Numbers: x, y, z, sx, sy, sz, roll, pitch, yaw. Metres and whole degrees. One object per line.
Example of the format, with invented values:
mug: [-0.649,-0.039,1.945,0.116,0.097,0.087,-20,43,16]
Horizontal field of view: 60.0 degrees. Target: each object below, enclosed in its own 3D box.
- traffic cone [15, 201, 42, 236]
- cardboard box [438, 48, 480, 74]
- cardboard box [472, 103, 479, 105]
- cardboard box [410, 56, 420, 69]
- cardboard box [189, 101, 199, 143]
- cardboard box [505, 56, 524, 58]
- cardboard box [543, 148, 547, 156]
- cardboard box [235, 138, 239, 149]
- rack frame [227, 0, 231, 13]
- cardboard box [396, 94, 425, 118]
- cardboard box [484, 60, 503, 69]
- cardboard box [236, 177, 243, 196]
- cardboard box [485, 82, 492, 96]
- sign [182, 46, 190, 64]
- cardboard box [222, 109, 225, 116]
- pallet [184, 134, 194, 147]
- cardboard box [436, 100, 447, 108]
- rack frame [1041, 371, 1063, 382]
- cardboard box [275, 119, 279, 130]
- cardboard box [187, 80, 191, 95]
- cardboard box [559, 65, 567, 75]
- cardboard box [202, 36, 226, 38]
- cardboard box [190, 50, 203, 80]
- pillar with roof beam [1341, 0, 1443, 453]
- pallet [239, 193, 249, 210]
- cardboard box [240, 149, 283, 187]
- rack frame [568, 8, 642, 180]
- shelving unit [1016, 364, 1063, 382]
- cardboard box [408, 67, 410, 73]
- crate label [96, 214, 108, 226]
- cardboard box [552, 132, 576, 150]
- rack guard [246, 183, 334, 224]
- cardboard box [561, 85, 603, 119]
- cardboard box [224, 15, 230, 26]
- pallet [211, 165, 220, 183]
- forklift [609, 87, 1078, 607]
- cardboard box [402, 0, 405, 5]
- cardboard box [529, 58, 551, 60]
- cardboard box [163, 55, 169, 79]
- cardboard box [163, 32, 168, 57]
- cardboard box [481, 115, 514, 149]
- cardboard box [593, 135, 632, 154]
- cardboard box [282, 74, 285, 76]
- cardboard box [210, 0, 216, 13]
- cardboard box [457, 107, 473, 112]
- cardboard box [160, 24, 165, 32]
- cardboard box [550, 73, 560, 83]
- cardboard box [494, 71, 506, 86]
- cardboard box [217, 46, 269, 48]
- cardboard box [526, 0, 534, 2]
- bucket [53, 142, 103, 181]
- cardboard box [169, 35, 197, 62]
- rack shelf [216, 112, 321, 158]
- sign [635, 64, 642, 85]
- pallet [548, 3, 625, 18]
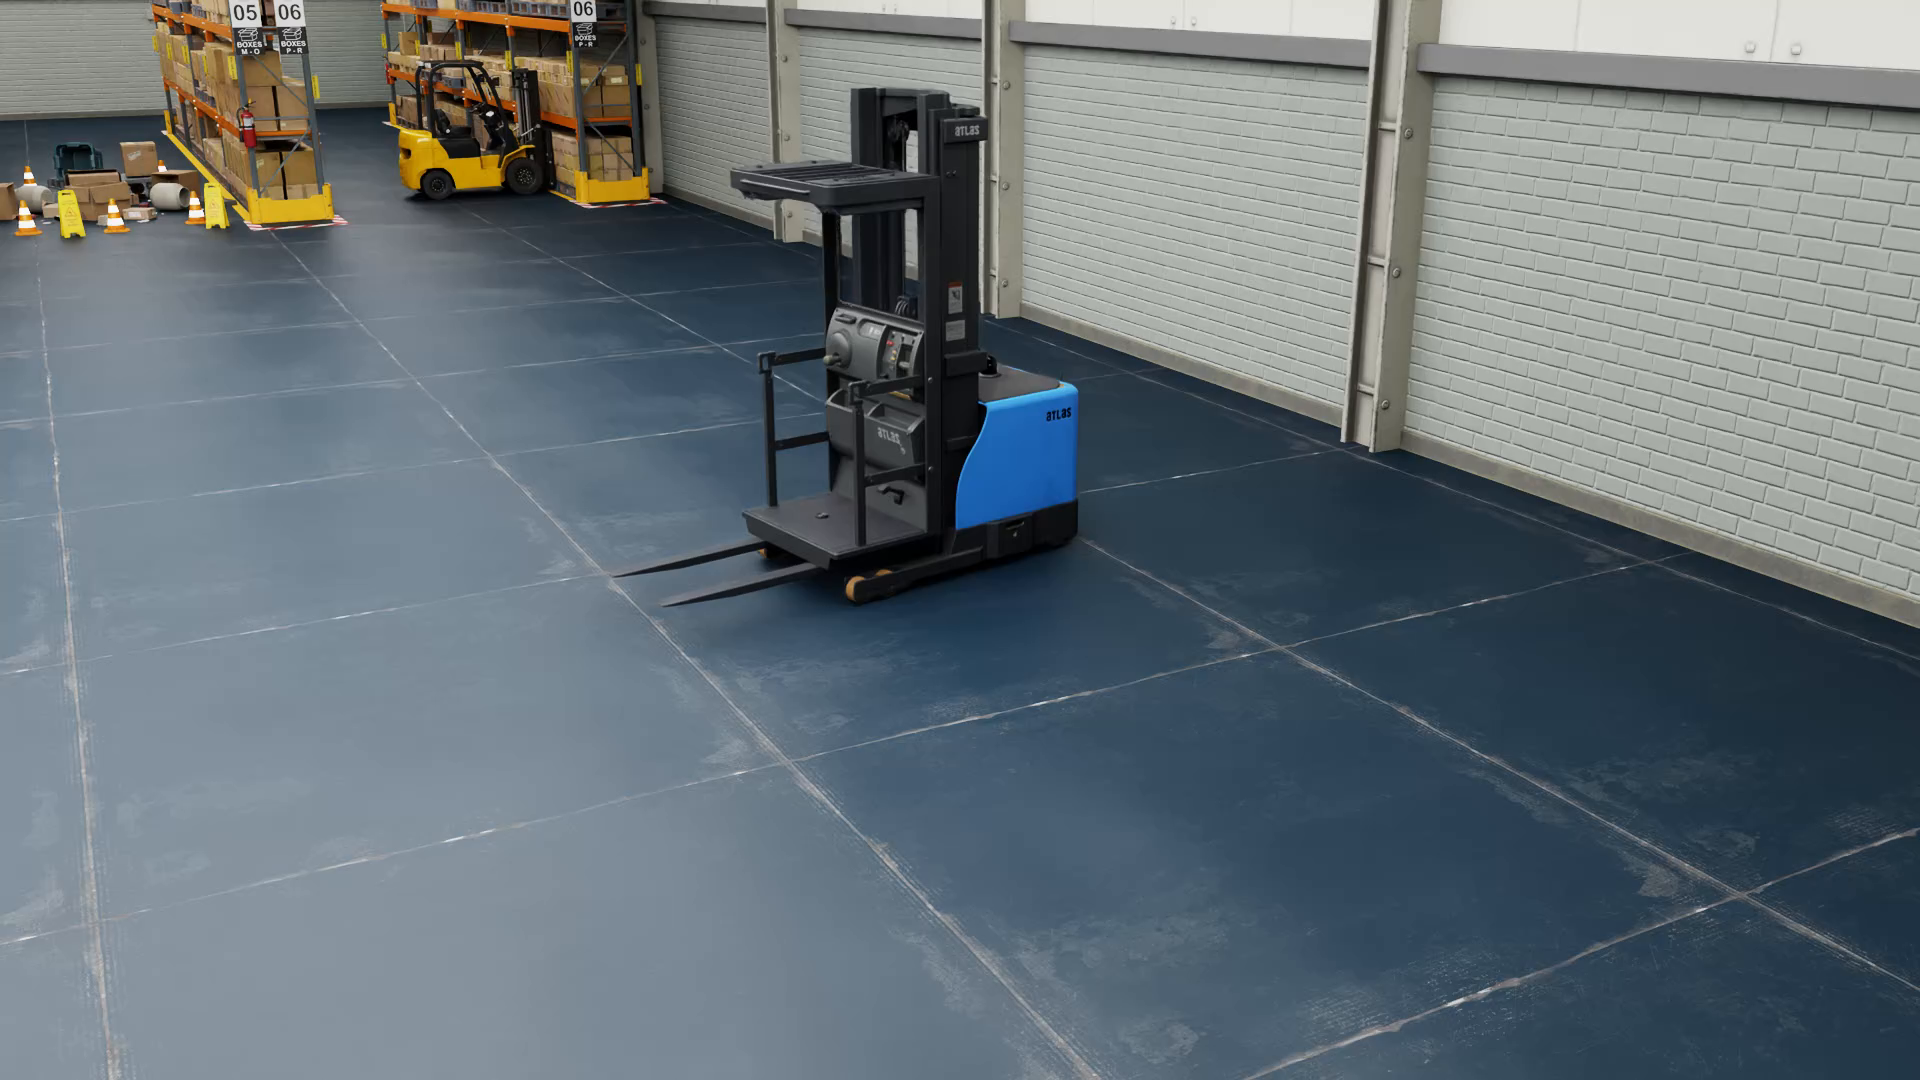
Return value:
traffic cone: [-13.383,-4.622,23.818,0.336,0.463,0.334,-10,21,-27]
cardboard box: [-10.443,-9.999,34.707,0.797,0.503,0.637,-11,22,-28]
cardboard box: [-10.230,-9.280,35.620,0.380,0.149,0.250,-11,22,-29]
cardboard box: [-12.112,-10.779,37.545,0.500,0.250,0.500,-10,21,-26]
cardboard box: [-15.406,-8.718,34.412,0.875,0.875,0.875,-9,21,-25]
cardboard box: [-8.702,-9.402,32.632,0.380,0.149,0.250,-10,22,-28]
cardboard box: [-6.939,-6.676,28.685,0.500,0.250,0.500,-10,21,-27]
cardboard box: [-11.032,-6.162,25.818,0.380,0.149,0.250,-10,21,-26]
rack frame: [-10.072,-9.081,23.652,1.000,3.000,0.127,-10,21,-27]
cardboard box: [-13.096,-10.436,39.960,0.797,0.503,0.637,-11,22,-29]
cardboard box: [-8.790,-9.007,31.488,0.380,0.149,0.250,-11,22,-28]
cardboard box: [-11.185,-5.633,26.430,0.500,0.250,0.500,-11,22,-29]
cardboard box: [-8.779,-8.634,31.785,0.500,0.250,0.500,-9,21,-25]
sign: [-14.358,-9.002,30.845,0.100,0.325,0.005,-10,21,-27]
cardboard box: [-11.939,-7.070,27.407,0.380,0.149,0.250,-9,21,-25]
pallet: [-16.063,-8.602,35.736,1.003,0.211,1.213,-10,21,-27]
cardboard box: [-11.268,-9.571,36.465,0.380,0.149,0.250,-11,22,-28]
rack frame: [0.614,-0.628,11.341,0.200,1.050,0.008,-15,24,-37]
cardboard box: [-10.184,-6.326,25.251,0.380,0.149,0.250,-10,21,-26]
cardboard box: [-14.596,-8.720,32.033,0.500,0.250,0.500,-10,21,-26]
cardboard box: [-6.354,-7.716,27.292,0.380,0.149,0.250,-9,21,-25]
cardboard box: [-14.862,-9.824,33.318,0.500,0.500,0.500,-9,21,-25]
cardboard box: [-13.861,-8.763,30.675,0.500,0.500,0.500,-11,22,-28]
pillar with roof beam: [-0.484,-4.356,9.960,9.100,9.000,0.400,-10,21,-27]
pallet: [-11.038,-5.537,26.854,1.003,0.211,1.213,-10,21,-27]
cardboard box: [-10.682,-5.688,25.438,0.500,0.500,0.500,-10,21,-26]
rack frame: [-5.706,-7.015,26.862,1.000,3.000,0.127,-10,21,-27]
shelving unit: [0.537,-0.658,11.430,0.215,1.050,0.252,-15,24,-37]
cardboard box: [-12.495,-10.839,38.330,0.380,0.149,0.250,-10,21,-27]
crate label: [-12.655,-4.762,24.721,0.298,0.136,0.250,11,22,30]
cardboard box: [-6.695,-6.759,28.159,0.500,0.250,0.500,-10,21,-26]
rack guard: [-10.108,-5.085,25.102,1.175,0.500,0.348,-10,21,-27]
cardboard box: [-6.171,-7.163,27.137,0.500,0.500,0.500,-11,22,-28]
cardboard box: [-10.635,-7.670,24.546,0.380,0.149,0.250,-10,21,-26]
pallet: [-12.926,-6.649,30.077,1.003,0.211,1.213,-10,21,-27]
forklift: [-0.691,-1.194,10.099,3.031,2.935,1.130,-14,24,-36]
cardboard box: [-12.407,-12.189,37.644,0.380,0.149,0.250,-10,21,-26]
cardboard box: [-7.382,-8.387,29.236,0.380,0.149,0.250,-10,22,-28]
cardboard box: [-17.204,-10.413,36.558,0.500,0.500,0.500,-10,21,-27]
cardboard box: [-16.722,-10.594,35.548,0.500,0.500,0.500,-10,21,-26]
cardboard box: [-8.903,-8.020,32.771,0.875,0.625,0.625,-9,21,-25]
cardboard box: [-5.767,-6.554,27.564,0.500,0.250,0.500,-10,22,-27]
cardboard box: [-11.291,-7.345,27.210,0.500,0.500,0.500,-9,21,-25]
cardboard box: [-11.283,-8.275,25.690,0.500,0.250,0.500,-10,21,-26]
cardboard box: [-10.205,-8.893,34.500,0.380,0.149,0.250,-11,22,-28]
cardboard box: [-17.046,-11.068,35.928,0.380,0.149,0.250,-11,22,-28]
cardboard box: [-6.610,-7.720,27.757,0.380,0.149,0.250,-11,22,-28]
cardboard box: [-8.314,-8.576,30.851,0.500,0.250,0.500,-11,22,-28]
cardboard box: [-11.188,-7.460,26.010,0.700,0.500,0.500,-10,21,-27]
cardboard box: [-7.168,-9.290,28.266,0.396,0.266,0.258,-11,22,-28]
bucket: [-14.187,-6.087,26.860,0.726,0.611,0.620,-3,9,-8]
cardboard box: [-15.815,-10.039,33.939,0.500,0.500,0.500,-10,21,-26]
rack shelf: [-11.022,-6.479,26.412,1.077,0.370,4.000,-10,21,-27]
sign: [-5.214,-7.546,26.952,0.100,0.325,0.005,-10,21,-27]
pallet: [-6.019,-8.598,26.987,1.003,0.211,1.213,-10,21,-27]
